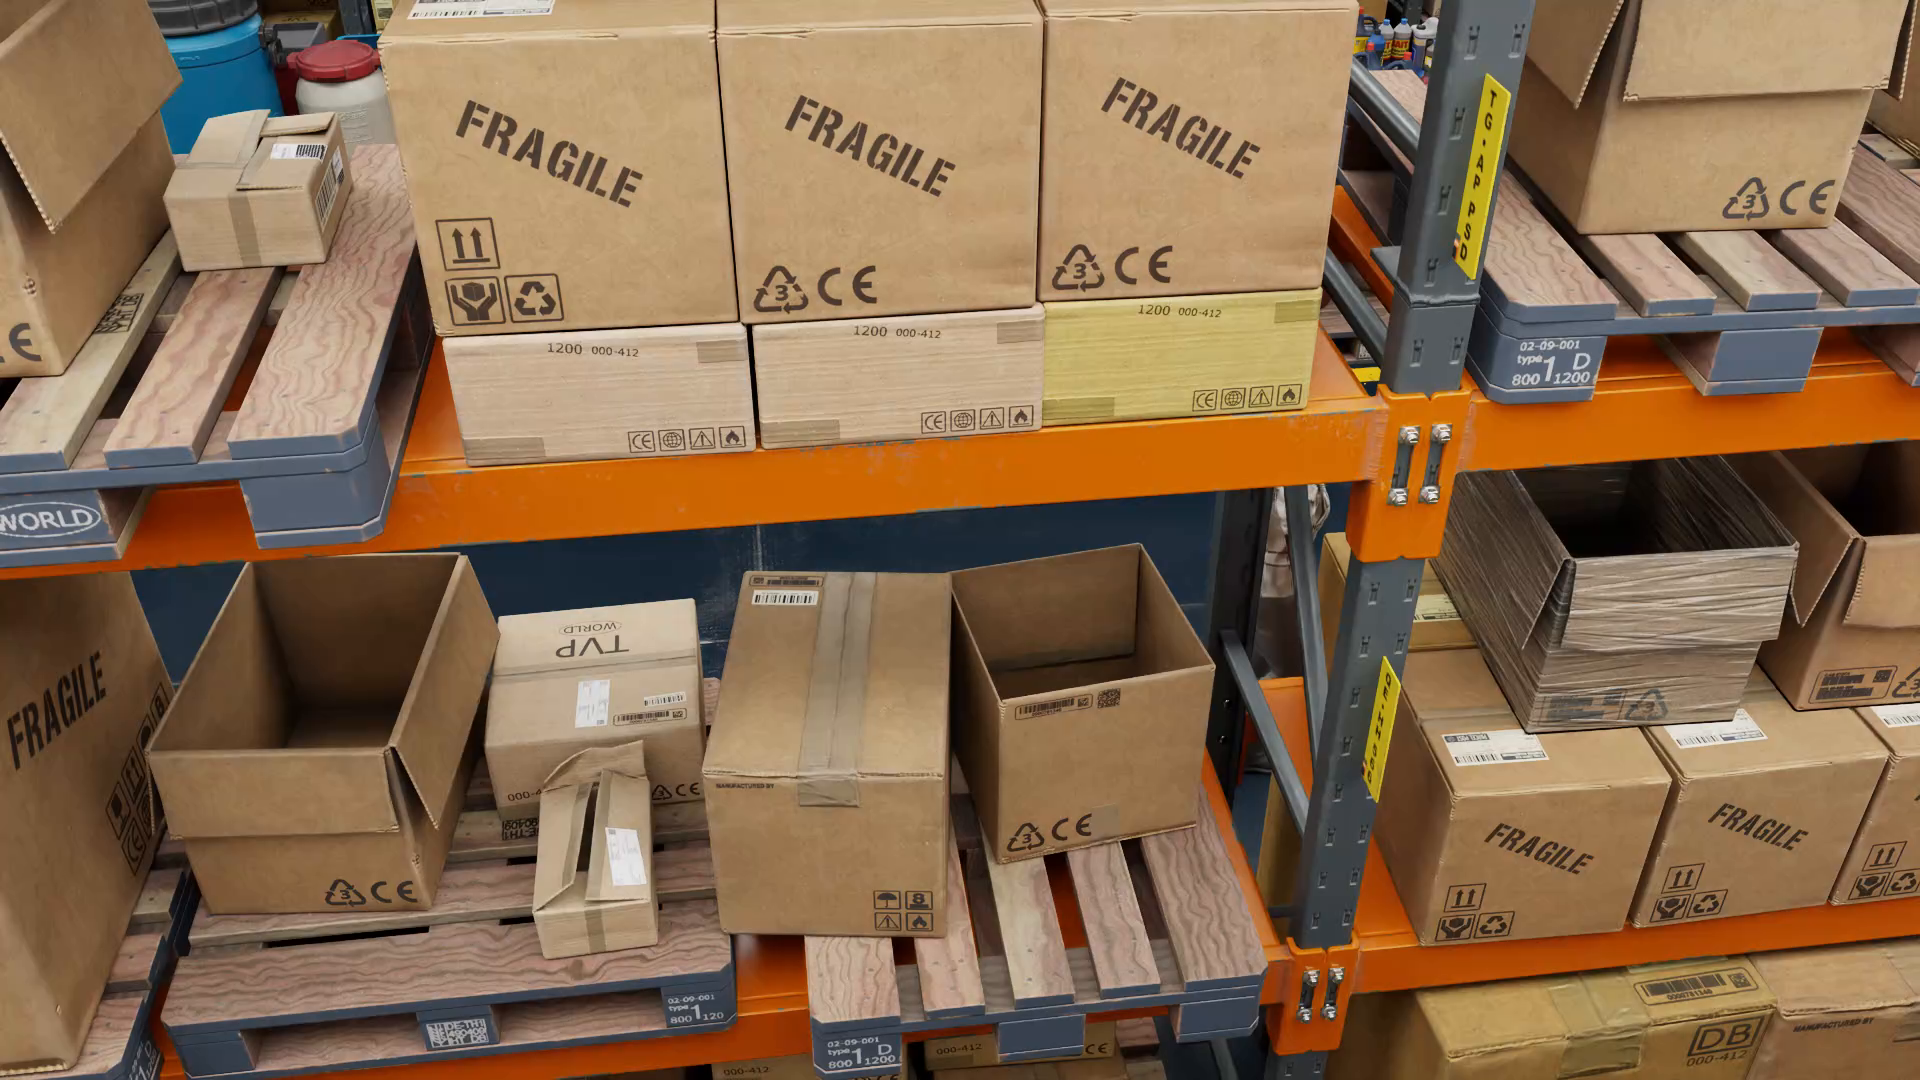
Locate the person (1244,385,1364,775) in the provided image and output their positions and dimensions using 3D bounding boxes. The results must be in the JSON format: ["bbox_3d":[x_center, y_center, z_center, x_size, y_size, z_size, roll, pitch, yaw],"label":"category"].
[{"bbox_3d":[1.148,0.114,6.028,0.440,1.624,0.457,-4,35,-5],"label":"person"}]
